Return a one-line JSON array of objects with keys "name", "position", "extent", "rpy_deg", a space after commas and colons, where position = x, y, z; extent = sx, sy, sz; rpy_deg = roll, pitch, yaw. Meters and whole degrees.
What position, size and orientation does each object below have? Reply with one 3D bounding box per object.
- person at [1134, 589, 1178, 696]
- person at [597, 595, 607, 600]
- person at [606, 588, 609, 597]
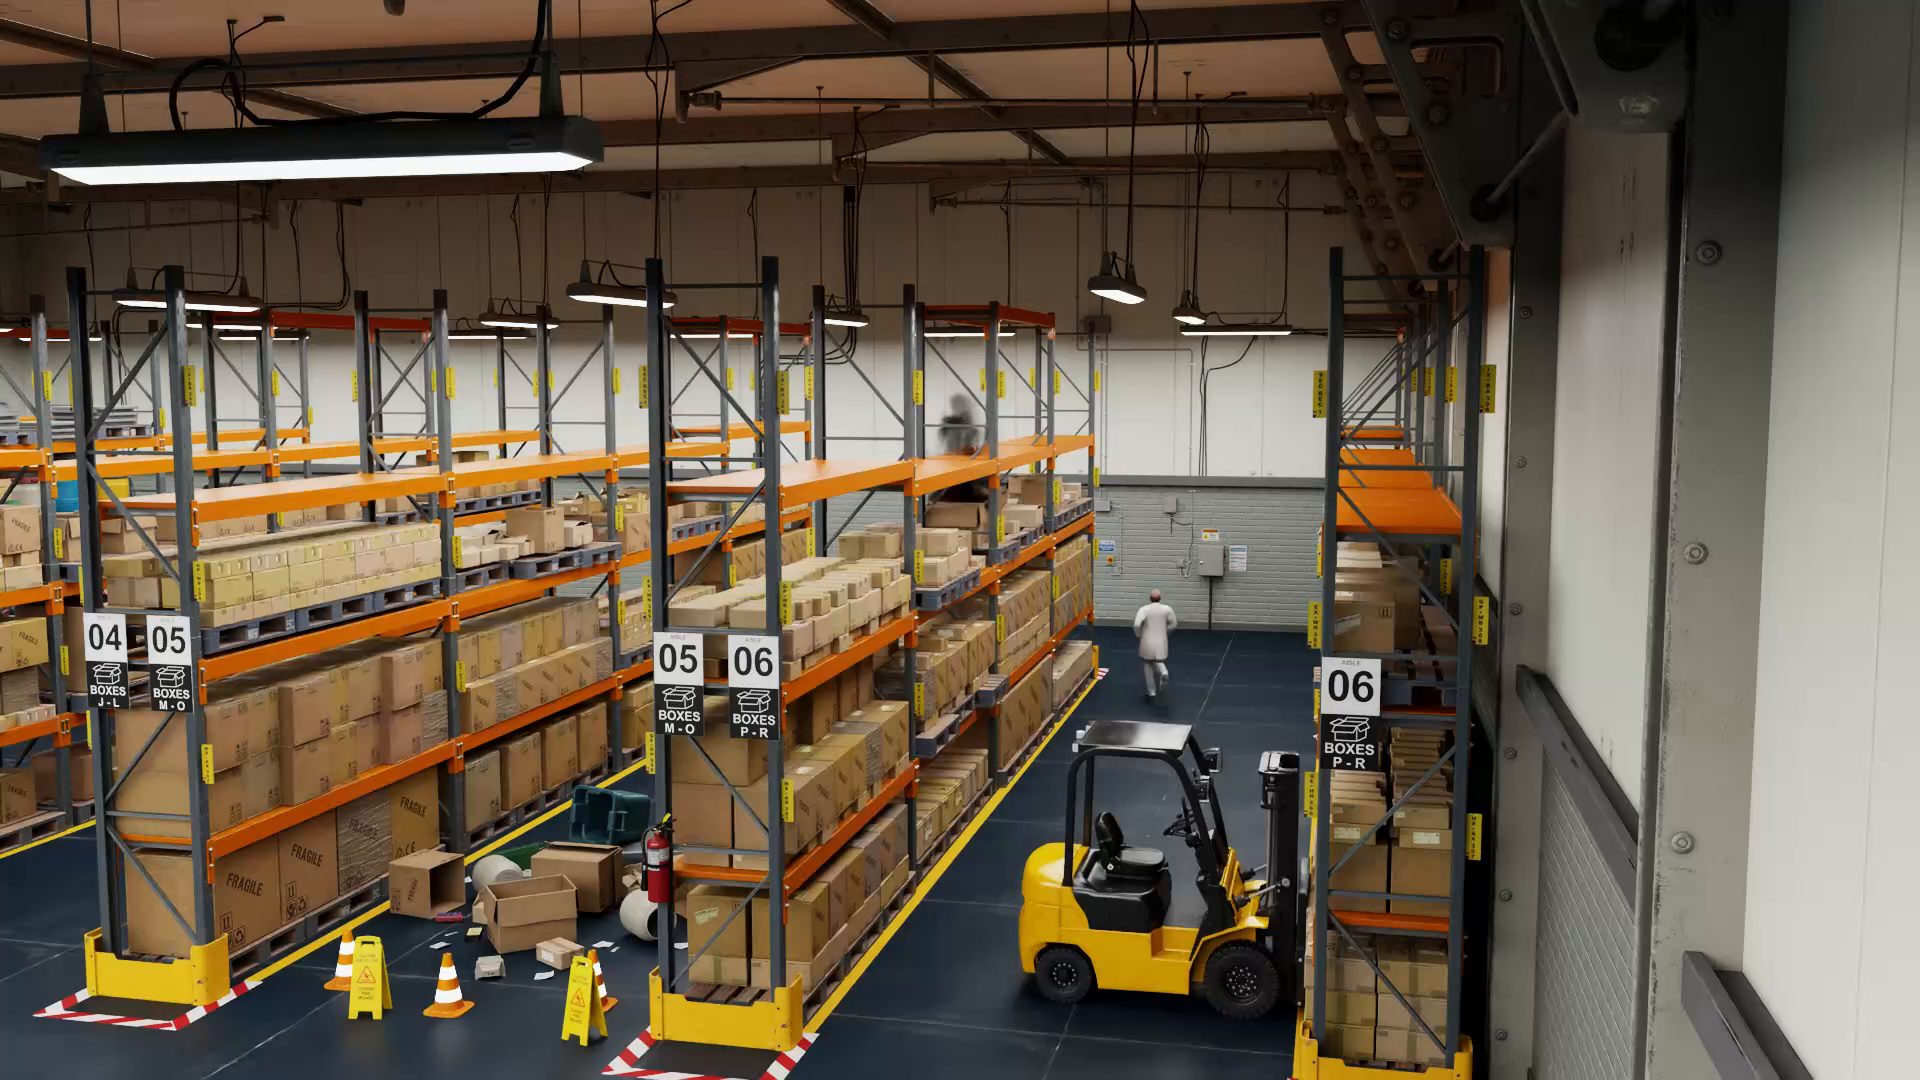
[{"name": "person", "position": [3.083, 1.638, 26.363], "extent": [0.723, 1.739, 0.799], "rpy_deg": [-1, 6, -8]}, {"name": "person", "position": [-5.597, 1.691, 26.082], "extent": [0.660, 1.680, 0.658], "rpy_deg": [1, 6, 8]}, {"name": "person", "position": [-5.829, 1.560, 27.940], "extent": [0.562, 1.573, 0.664], "rpy_deg": [1, 6, 7]}]
